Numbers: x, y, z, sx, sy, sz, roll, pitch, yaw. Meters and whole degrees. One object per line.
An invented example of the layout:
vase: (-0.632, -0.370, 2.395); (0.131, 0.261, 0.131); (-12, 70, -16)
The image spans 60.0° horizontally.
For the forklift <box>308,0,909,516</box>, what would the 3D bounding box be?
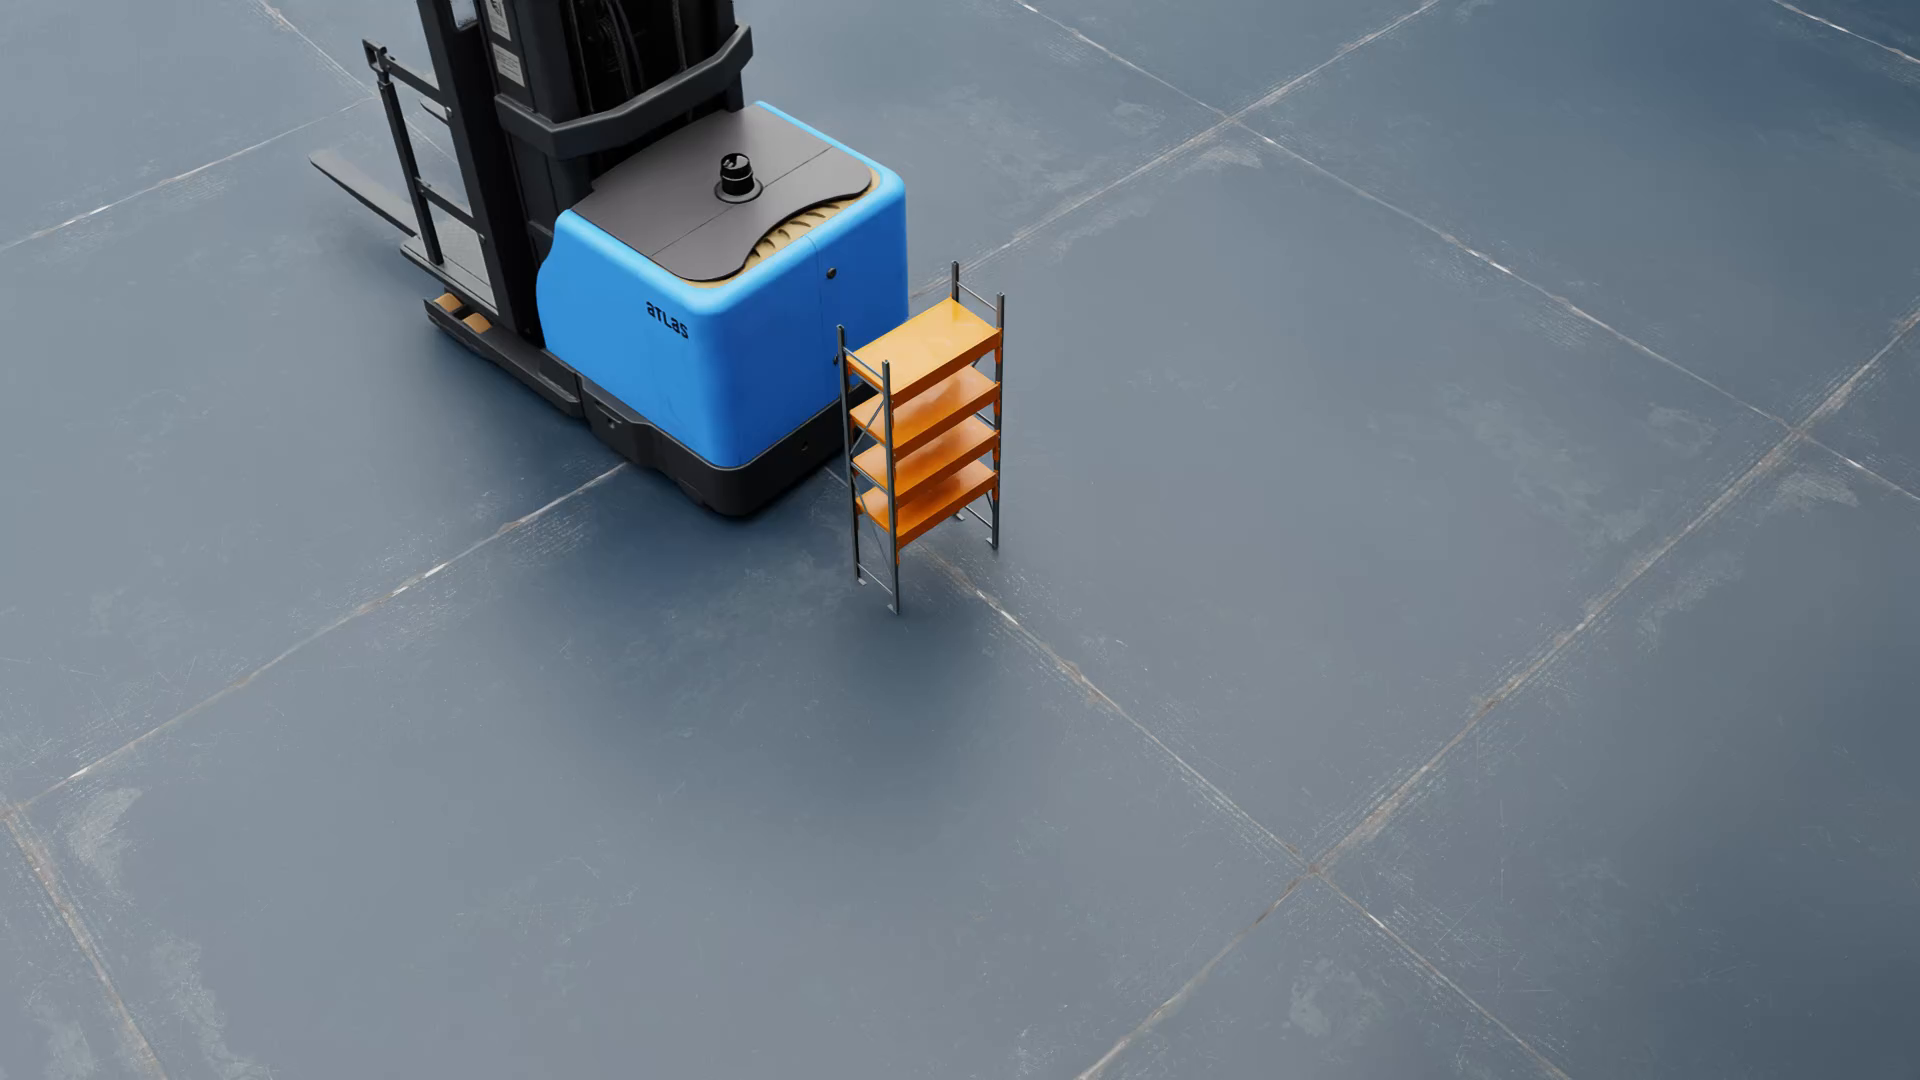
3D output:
forklift: (-1.616, -2.033, 6.132); (3.031, 2.935, 1.130); (33, 56, 27)

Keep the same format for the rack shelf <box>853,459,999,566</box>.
rack shelf: (-0.122, -0.145, 5.929); (0.480, 0.148, 0.258); (-34, 56, -27)

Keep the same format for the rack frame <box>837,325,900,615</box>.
rack frame: (-0.303, -0.204, 5.622); (0.015, 1.200, 0.240); (-34, 56, -27)

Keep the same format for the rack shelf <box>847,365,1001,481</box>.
rack shelf: (-0.122, -0.431, 5.619); (0.480, 0.148, 0.258); (-34, 56, -27)

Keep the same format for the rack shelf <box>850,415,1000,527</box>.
rack shelf: (-0.122, -0.279, 5.783); (0.480, 0.148, 0.258); (-34, 56, -27)

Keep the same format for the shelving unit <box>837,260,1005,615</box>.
shelving unit: (-0.122, -0.325, 5.734); (0.503, 1.200, 0.258); (-34, 56, -27)

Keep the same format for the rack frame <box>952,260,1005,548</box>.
rack frame: (0.058, -0.446, 5.845); (0.015, 1.200, 0.240); (-34, 56, -27)

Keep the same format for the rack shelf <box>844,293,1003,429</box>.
rack shelf: (-0.122, -0.592, 5.445); (0.480, 0.148, 0.258); (-34, 56, -27)
